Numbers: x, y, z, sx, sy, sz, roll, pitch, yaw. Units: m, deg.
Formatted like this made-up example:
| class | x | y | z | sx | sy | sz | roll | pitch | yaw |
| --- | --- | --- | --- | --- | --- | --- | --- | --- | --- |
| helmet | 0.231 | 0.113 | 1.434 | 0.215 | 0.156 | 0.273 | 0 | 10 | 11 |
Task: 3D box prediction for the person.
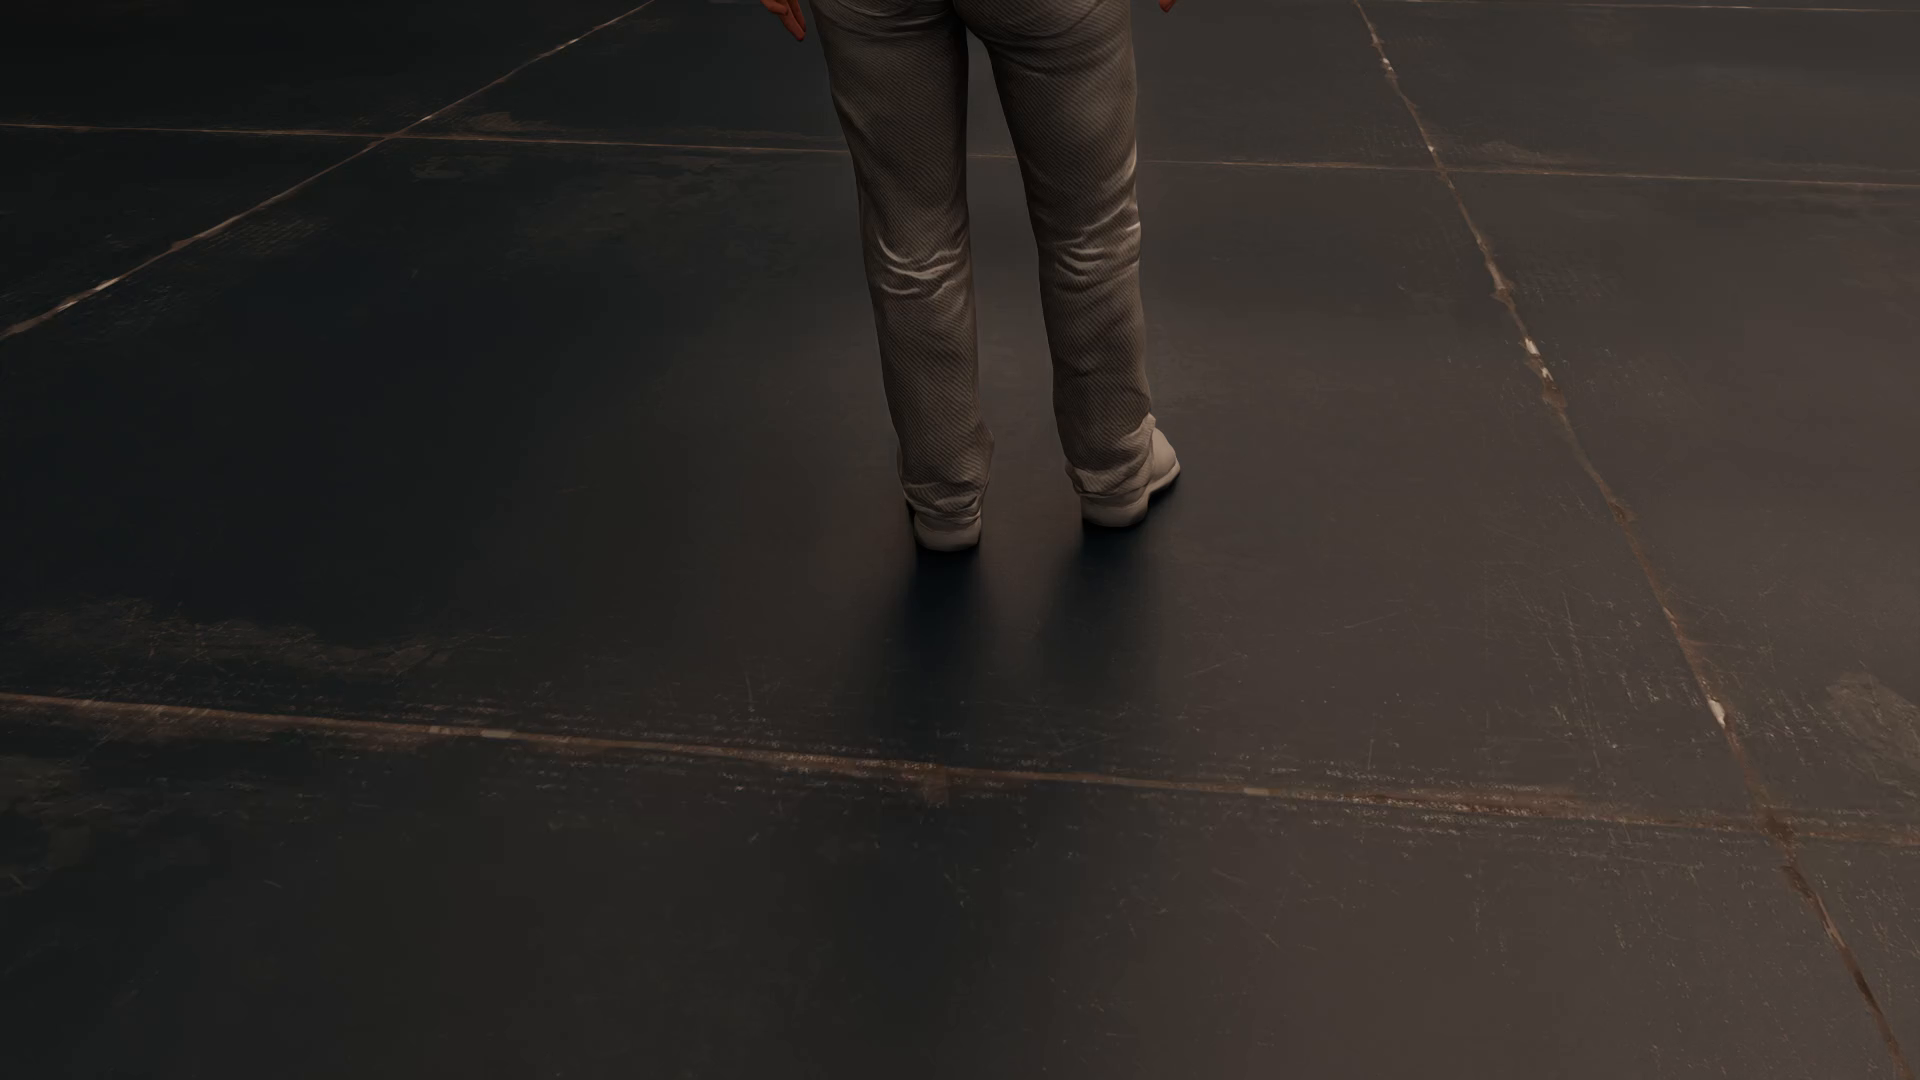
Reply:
| class | x | y | z | sx | sy | sz | roll | pitch | yaw |
| --- | --- | --- | --- | --- | --- | --- | --- | --- | --- |
| person | 0.016 | -0.827 | 2.155 | 0.632 | 1.773 | 0.568 | 3 | 27 | 7 |
